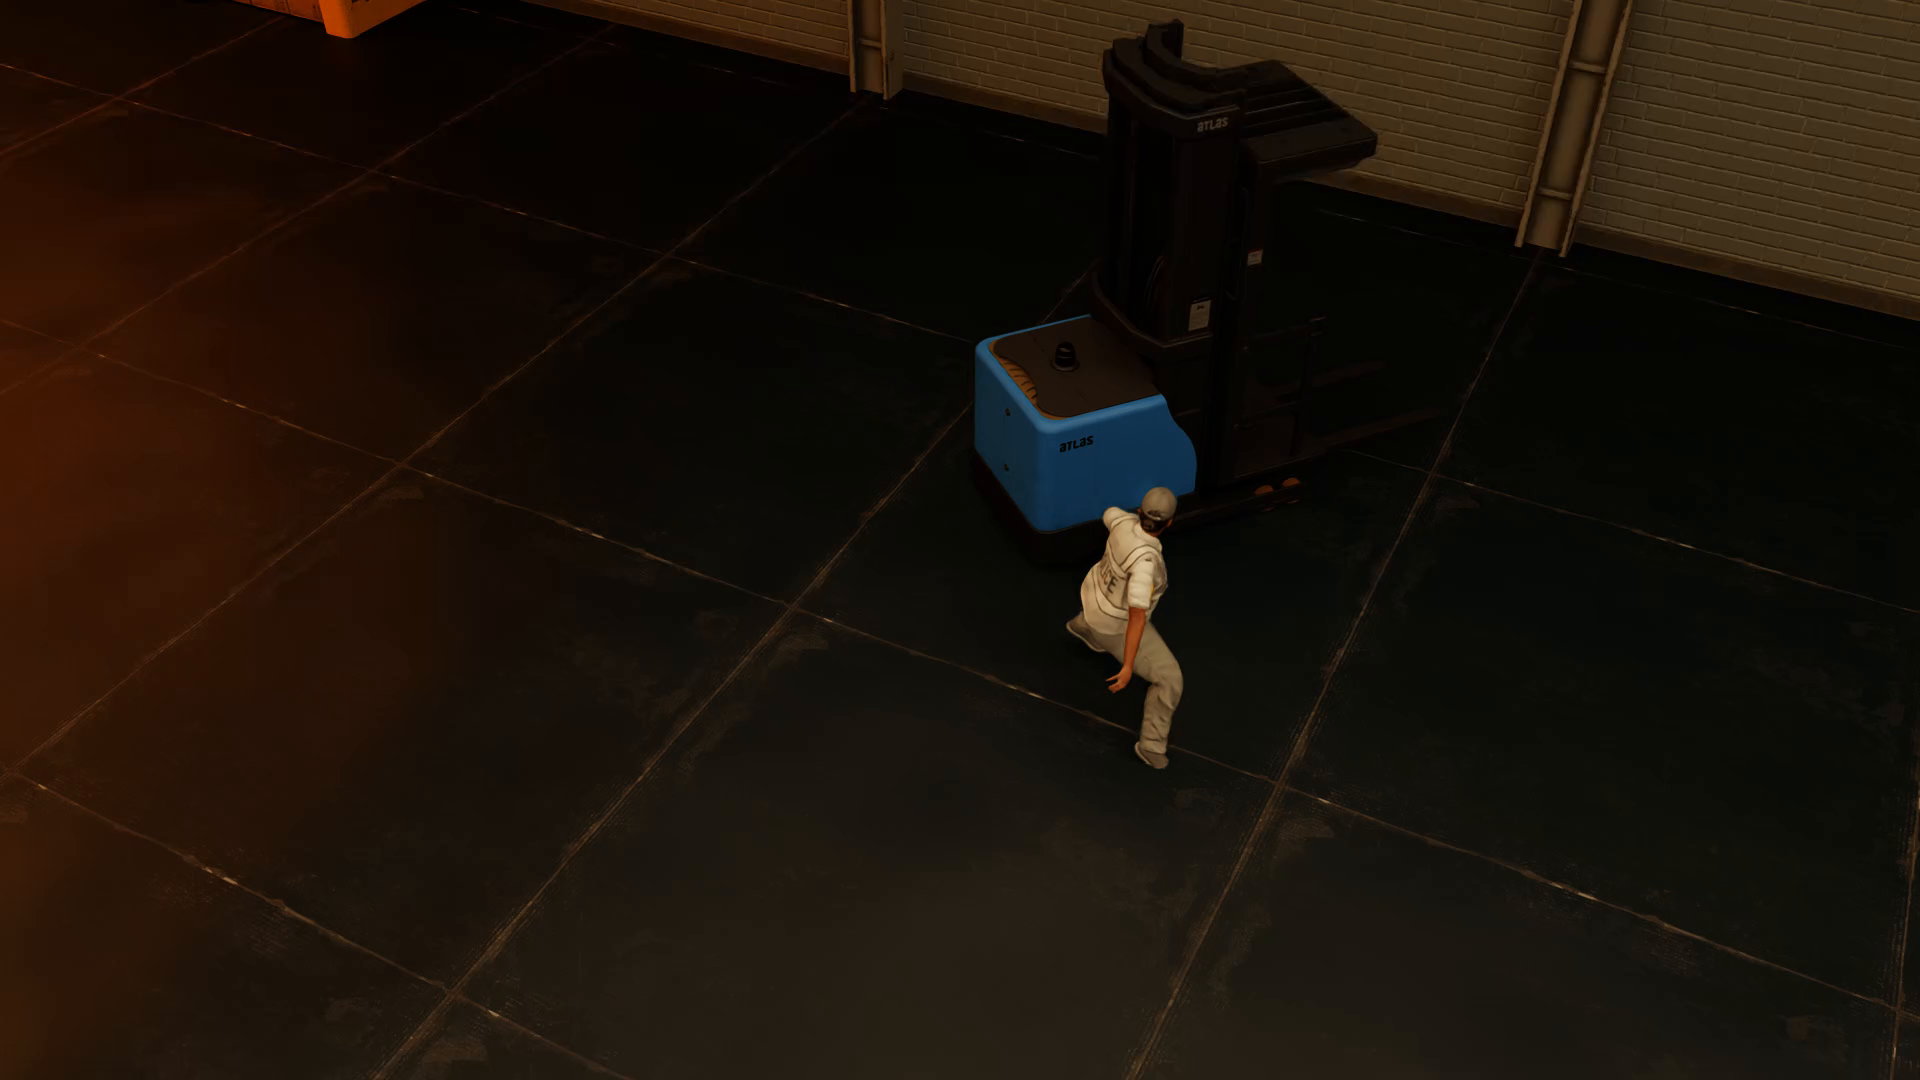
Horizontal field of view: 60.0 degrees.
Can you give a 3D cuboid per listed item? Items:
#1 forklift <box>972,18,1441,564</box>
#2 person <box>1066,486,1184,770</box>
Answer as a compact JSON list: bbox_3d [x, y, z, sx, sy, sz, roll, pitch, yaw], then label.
[{"bbox_3d":[1.640,-1.597,9.883,3.031,2.935,1.130,-16,43,-18],"label":"forklift"},{"bbox_3d":[0.891,0.397,8.693,0.519,1.592,1.129,-2,40,-3],"label":"person"}]
